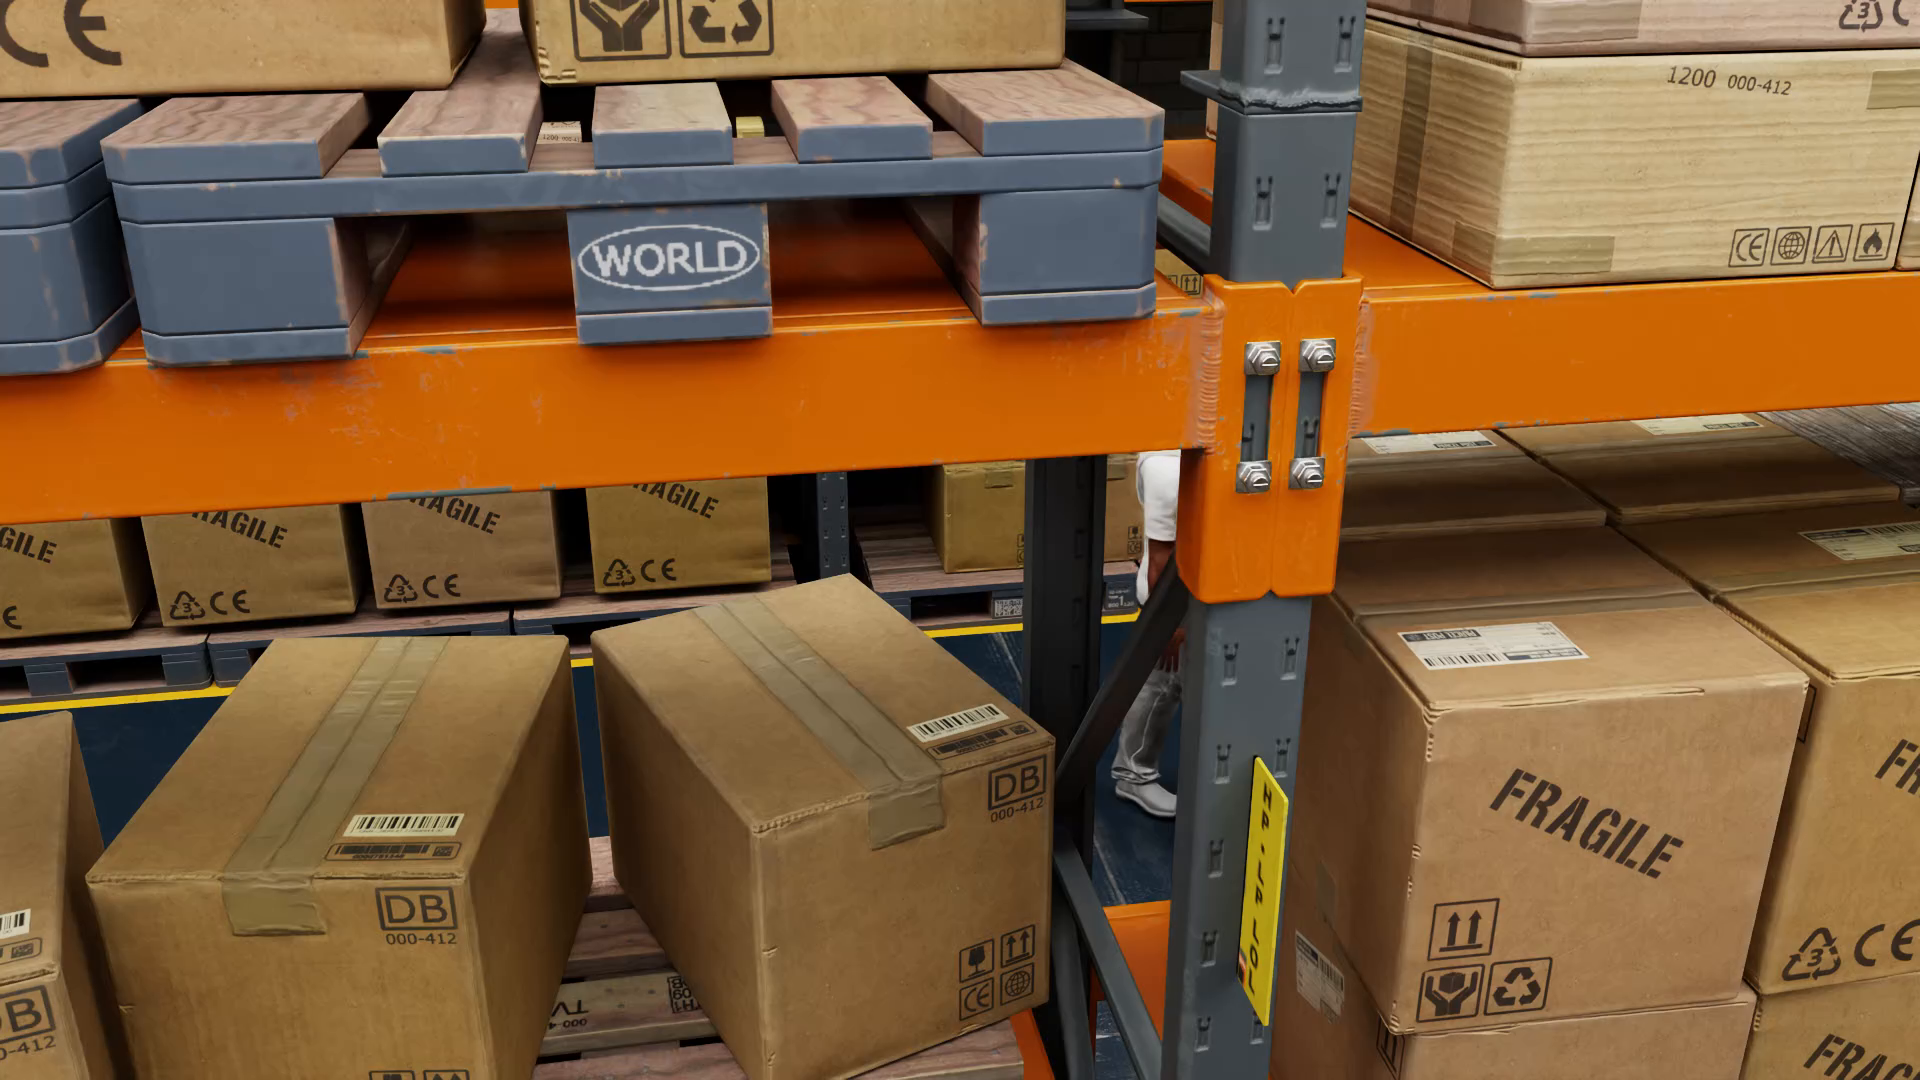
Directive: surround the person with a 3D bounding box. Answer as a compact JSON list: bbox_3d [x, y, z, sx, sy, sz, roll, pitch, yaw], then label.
[{"bbox_3d":[0.865,0.187,5.626,0.685,1.758,0.565,5,24,12],"label":"person"}]
